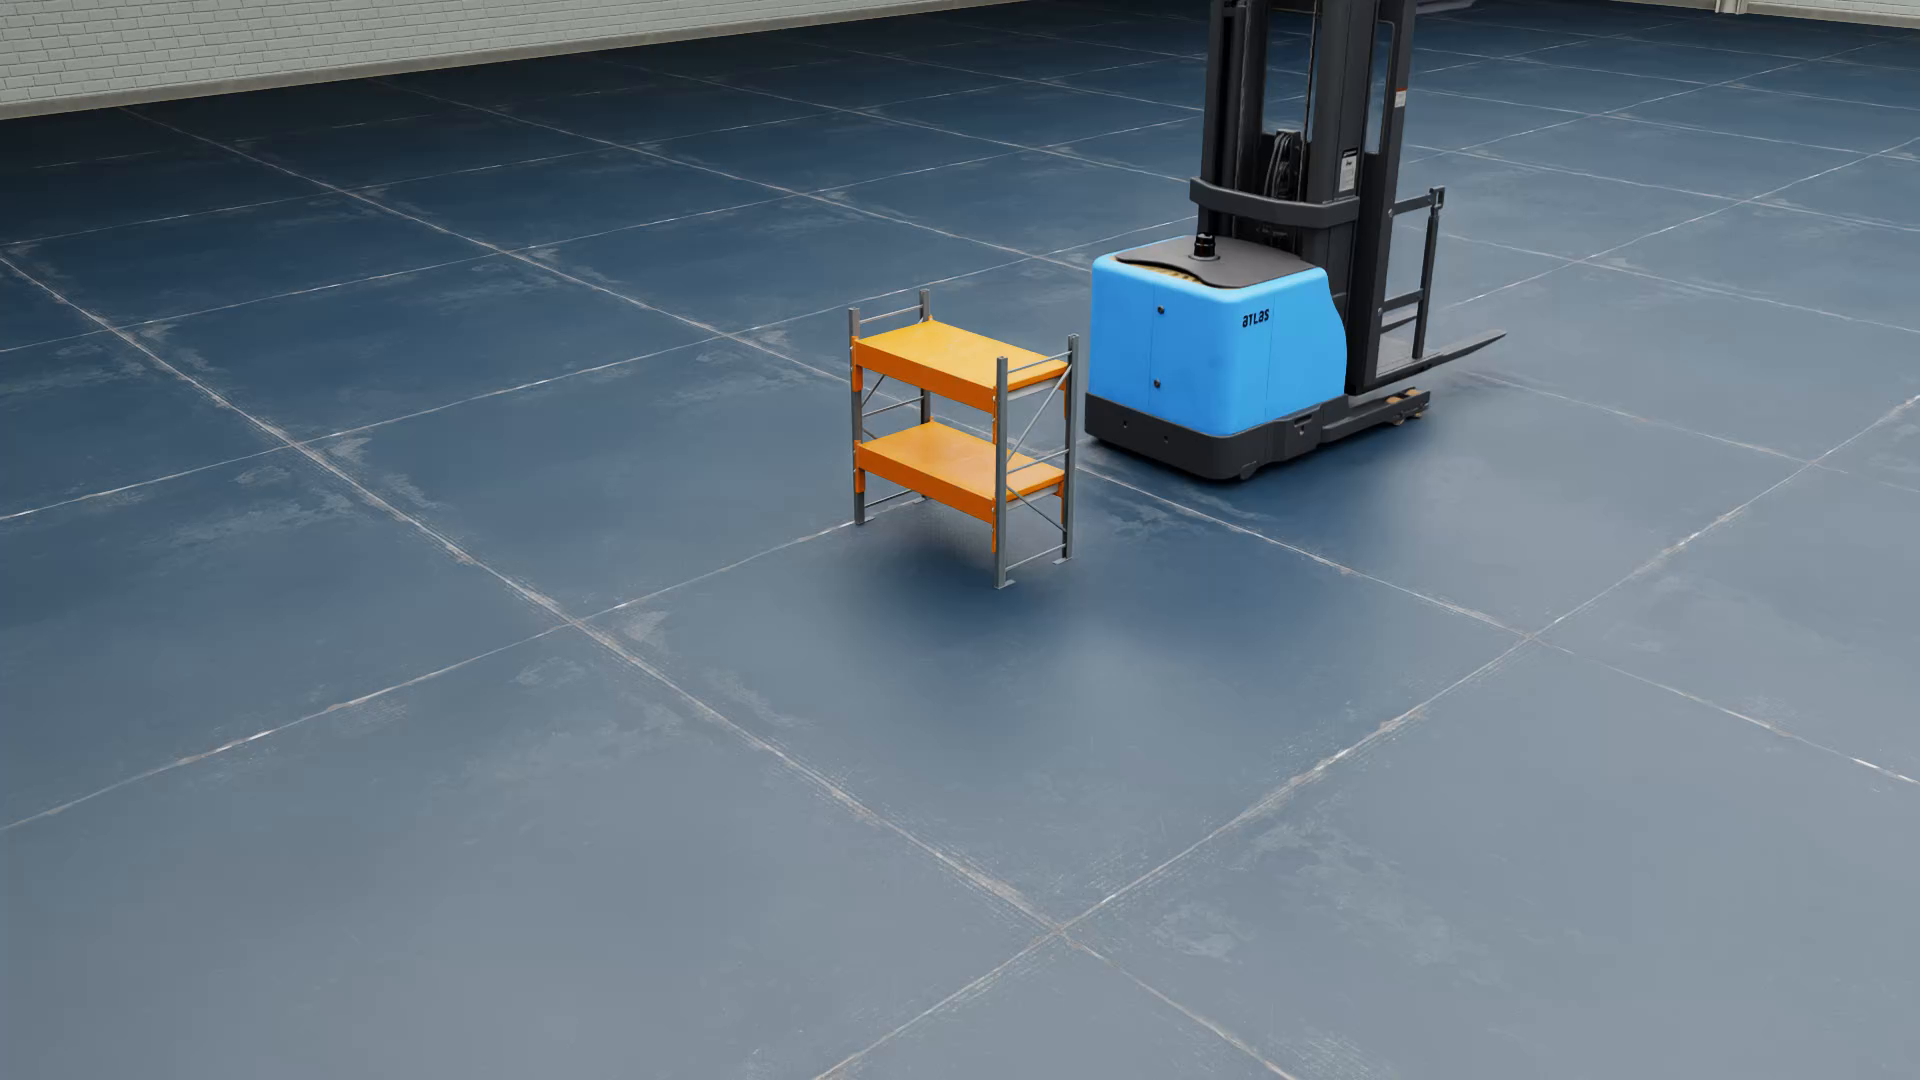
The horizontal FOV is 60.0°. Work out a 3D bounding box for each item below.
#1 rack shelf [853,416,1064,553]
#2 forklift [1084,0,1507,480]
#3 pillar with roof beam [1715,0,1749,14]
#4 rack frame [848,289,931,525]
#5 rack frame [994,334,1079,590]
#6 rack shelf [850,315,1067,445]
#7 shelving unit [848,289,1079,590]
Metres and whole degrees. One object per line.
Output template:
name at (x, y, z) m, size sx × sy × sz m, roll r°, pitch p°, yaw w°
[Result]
rack shelf at (0.005, -0.287, 8.114) m, size 0.538 × 0.278 × 1.000 m, roll -21°, pitch 32°, yaw -38°
forklift at (2.144, -2.147, 9.426) m, size 3.031 × 2.935 × 1.130 m, roll -20°, pitch 31°, yaw -37°
pillar with roof beam at (9.410, -11.464, 22.538) m, size 9.100 × 9.000 × 0.400 m, roll -21°, pitch 32°, yaw -38°
rack frame at (-0.343, -0.664, 8.350) m, size 0.500 × 1.125 × 0.032 m, roll -21°, pitch 32°, yaw -38°
rack frame at (0.352, -0.356, 7.674) m, size 0.500 × 1.125 × 0.032 m, roll -21°, pitch 32°, yaw -38°
rack shelf at (0.005, -0.776, 7.891) m, size 0.538 × 0.278 × 1.000 m, roll -21°, pitch 32°, yaw -38°
shelving unit at (0.005, -0.510, 8.012) m, size 0.538 × 1.125 × 1.048 m, roll -21°, pitch 32°, yaw -38°
